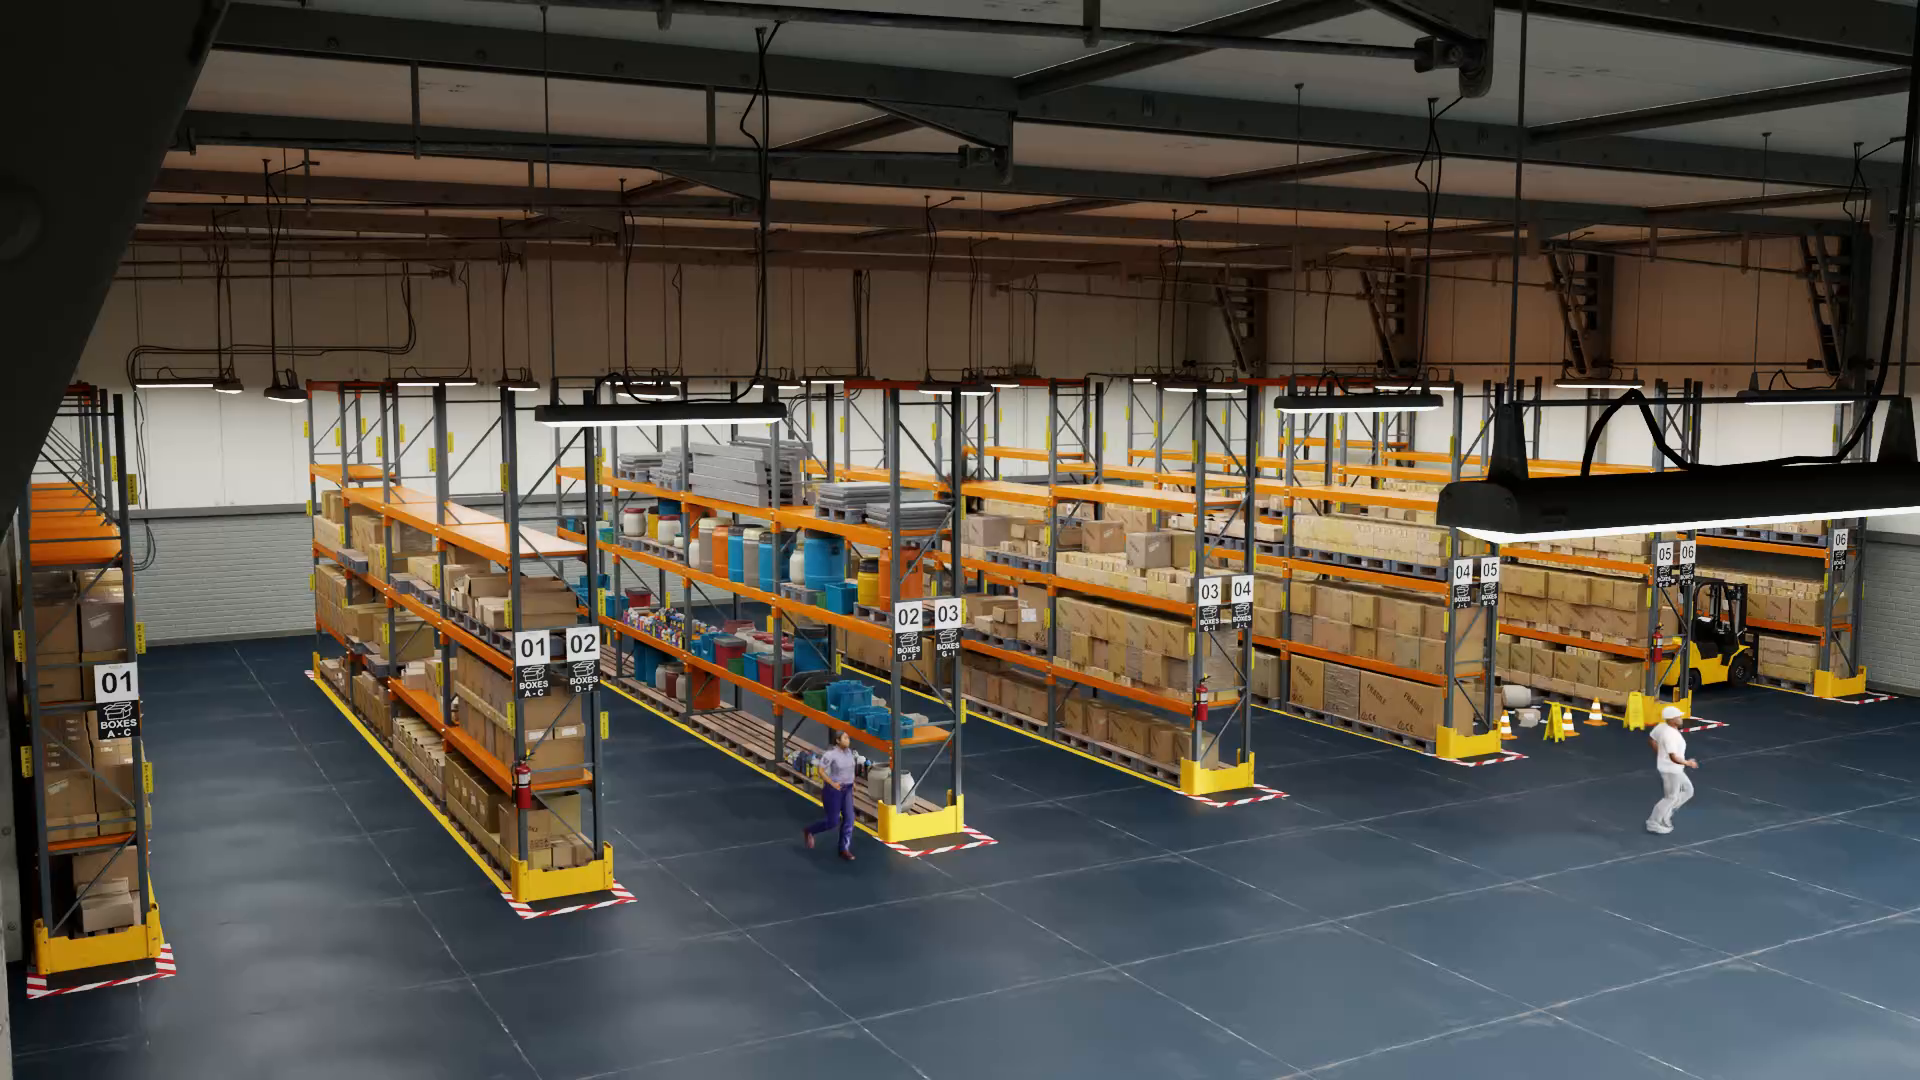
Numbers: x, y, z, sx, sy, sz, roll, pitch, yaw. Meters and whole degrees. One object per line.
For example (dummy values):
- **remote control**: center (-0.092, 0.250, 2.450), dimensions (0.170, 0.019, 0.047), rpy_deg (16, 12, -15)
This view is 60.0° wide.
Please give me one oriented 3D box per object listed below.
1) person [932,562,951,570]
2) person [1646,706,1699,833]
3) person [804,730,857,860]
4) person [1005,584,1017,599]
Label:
- **person**: center (-0.518, 1.131, 41.244), dimensions (0.648, 1.688, 0.758), rpy_deg (4, 8, 36)
- **person**: center (9.591, 3.083, 22.393), dimensions (0.617, 1.725, 0.702), rpy_deg (2, 6, 14)
- **person**: center (-1.556, 3.256, 21.499), dimensions (0.818, 1.598, 0.671), rpy_deg (5, 8, 39)
- **person**: center (1.053, 1.689, 33.642), dimensions (0.518, 1.579, 0.551), rpy_deg (-4, 7, -33)
